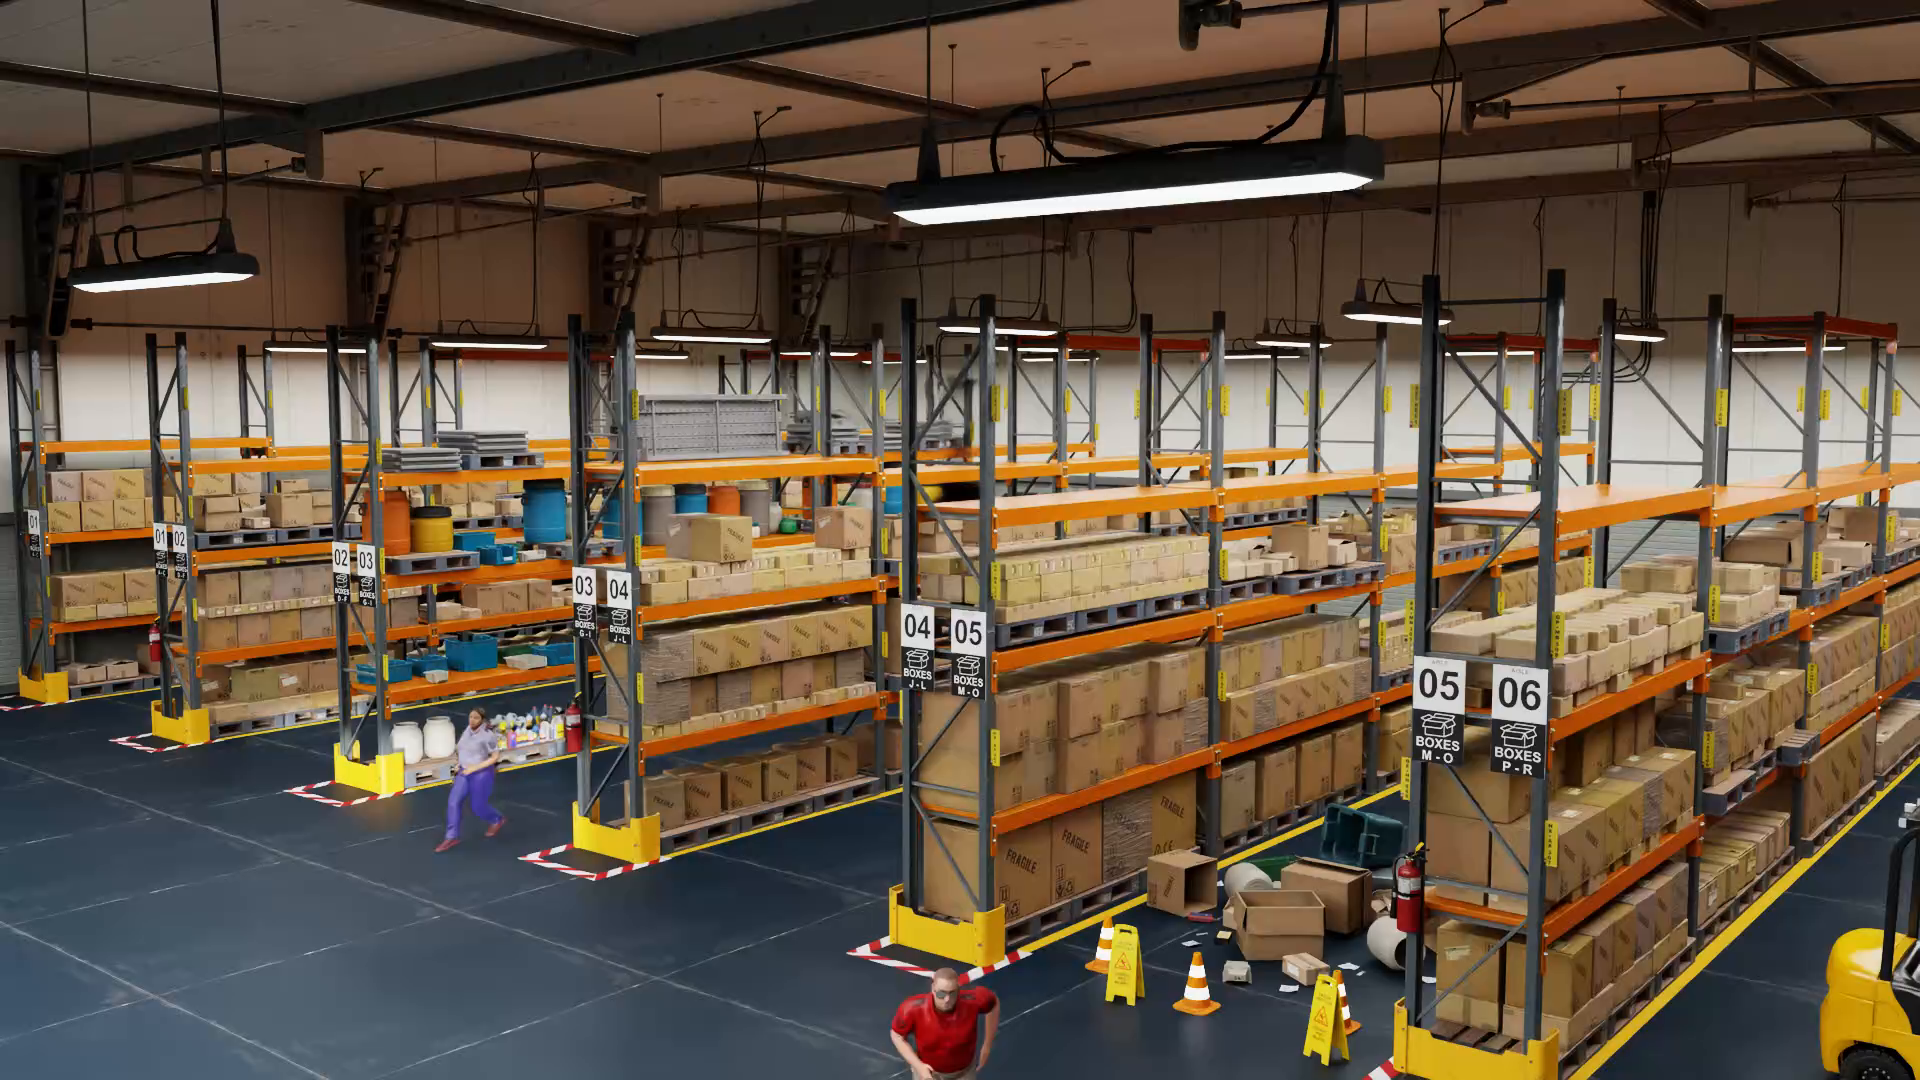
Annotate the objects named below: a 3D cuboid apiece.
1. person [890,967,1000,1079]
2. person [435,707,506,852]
[{"bbox_3d":[-0.105,3.421,10.594,0.703,1.694,1.020,-1,5,-7],"label":"person"},{"bbox_3d":[-5.432,2.670,18.761,0.636,1.625,0.838,3,6,30],"label":"person"}]
